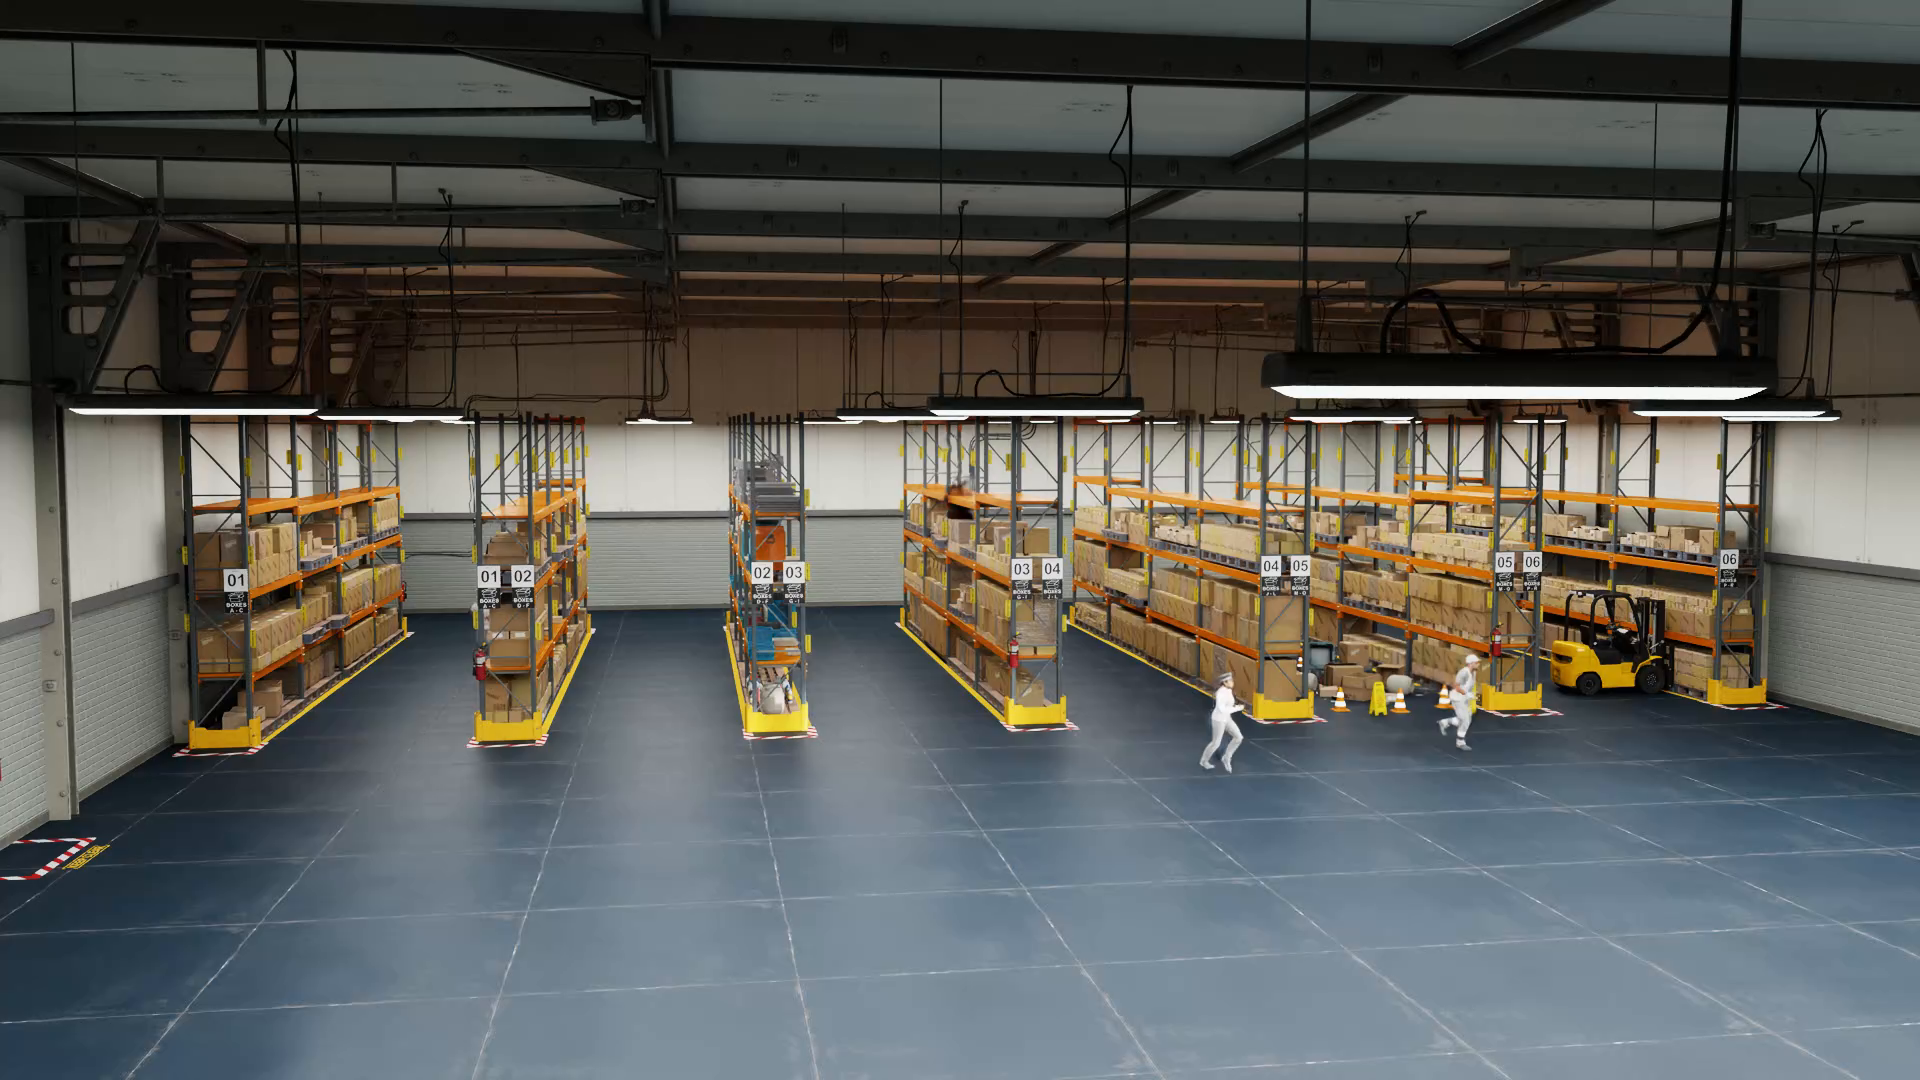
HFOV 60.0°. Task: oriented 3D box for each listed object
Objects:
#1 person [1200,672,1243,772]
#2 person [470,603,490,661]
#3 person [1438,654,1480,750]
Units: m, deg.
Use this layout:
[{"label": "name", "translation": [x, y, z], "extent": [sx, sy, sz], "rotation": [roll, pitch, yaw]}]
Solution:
[{"label": "person", "translation": [4.341, 3.006, 27.530], "extent": [0.786, 1.675, 0.641], "rotation": [2, 4, 30]}, {"label": "person", "translation": [-11.471, 2.125, 40.082], "extent": [0.677, 1.735, 0.766], "rotation": [-1, 4, -9]}, {"label": "person", "translation": [8.874, 2.871, 29.573], "extent": [0.780, 1.721, 0.648], "rotation": [4, 5, 42]}]
